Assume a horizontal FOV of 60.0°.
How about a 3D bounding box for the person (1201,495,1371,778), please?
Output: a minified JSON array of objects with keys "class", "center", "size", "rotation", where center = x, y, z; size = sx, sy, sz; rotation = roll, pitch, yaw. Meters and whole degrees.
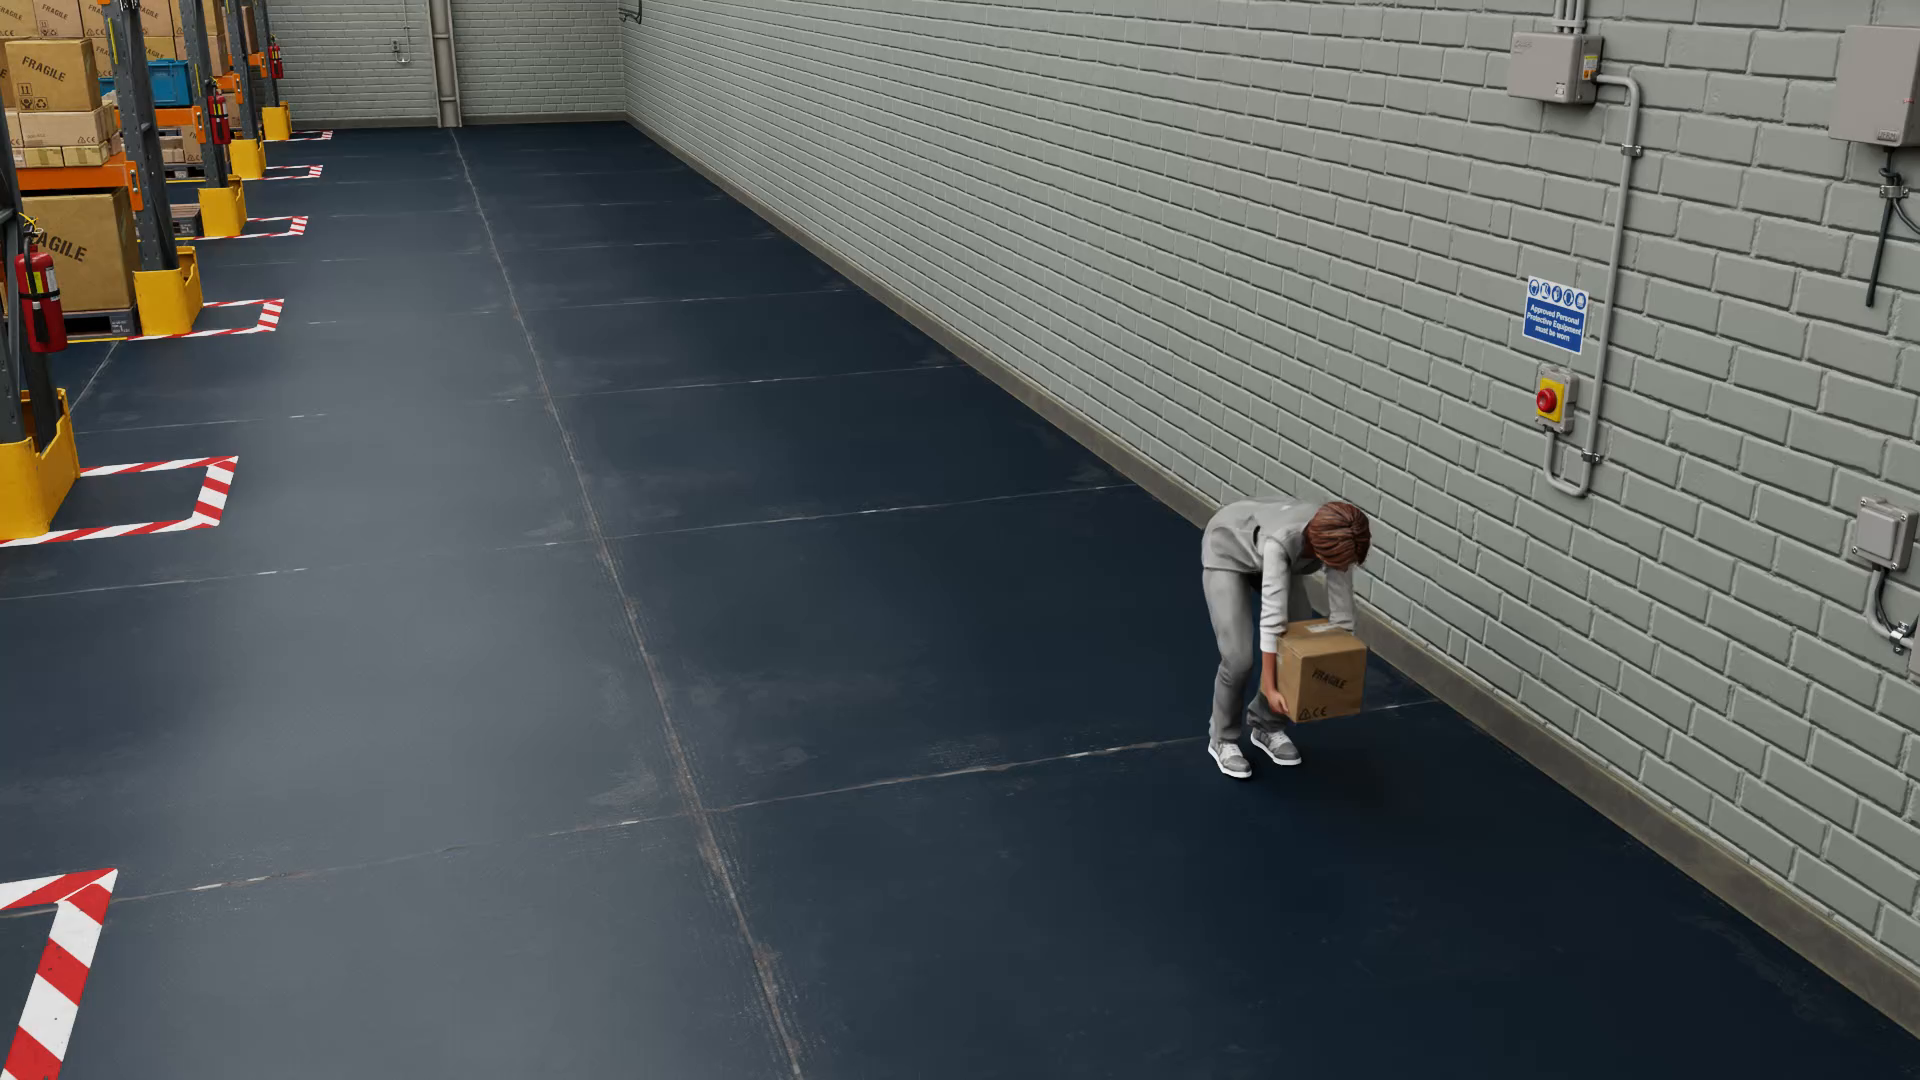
[{"class":"person","center":[1.134,0.328,5.839],"size":[0.395,1.144,0.836],"rotation":[-7,21,-19]}]
